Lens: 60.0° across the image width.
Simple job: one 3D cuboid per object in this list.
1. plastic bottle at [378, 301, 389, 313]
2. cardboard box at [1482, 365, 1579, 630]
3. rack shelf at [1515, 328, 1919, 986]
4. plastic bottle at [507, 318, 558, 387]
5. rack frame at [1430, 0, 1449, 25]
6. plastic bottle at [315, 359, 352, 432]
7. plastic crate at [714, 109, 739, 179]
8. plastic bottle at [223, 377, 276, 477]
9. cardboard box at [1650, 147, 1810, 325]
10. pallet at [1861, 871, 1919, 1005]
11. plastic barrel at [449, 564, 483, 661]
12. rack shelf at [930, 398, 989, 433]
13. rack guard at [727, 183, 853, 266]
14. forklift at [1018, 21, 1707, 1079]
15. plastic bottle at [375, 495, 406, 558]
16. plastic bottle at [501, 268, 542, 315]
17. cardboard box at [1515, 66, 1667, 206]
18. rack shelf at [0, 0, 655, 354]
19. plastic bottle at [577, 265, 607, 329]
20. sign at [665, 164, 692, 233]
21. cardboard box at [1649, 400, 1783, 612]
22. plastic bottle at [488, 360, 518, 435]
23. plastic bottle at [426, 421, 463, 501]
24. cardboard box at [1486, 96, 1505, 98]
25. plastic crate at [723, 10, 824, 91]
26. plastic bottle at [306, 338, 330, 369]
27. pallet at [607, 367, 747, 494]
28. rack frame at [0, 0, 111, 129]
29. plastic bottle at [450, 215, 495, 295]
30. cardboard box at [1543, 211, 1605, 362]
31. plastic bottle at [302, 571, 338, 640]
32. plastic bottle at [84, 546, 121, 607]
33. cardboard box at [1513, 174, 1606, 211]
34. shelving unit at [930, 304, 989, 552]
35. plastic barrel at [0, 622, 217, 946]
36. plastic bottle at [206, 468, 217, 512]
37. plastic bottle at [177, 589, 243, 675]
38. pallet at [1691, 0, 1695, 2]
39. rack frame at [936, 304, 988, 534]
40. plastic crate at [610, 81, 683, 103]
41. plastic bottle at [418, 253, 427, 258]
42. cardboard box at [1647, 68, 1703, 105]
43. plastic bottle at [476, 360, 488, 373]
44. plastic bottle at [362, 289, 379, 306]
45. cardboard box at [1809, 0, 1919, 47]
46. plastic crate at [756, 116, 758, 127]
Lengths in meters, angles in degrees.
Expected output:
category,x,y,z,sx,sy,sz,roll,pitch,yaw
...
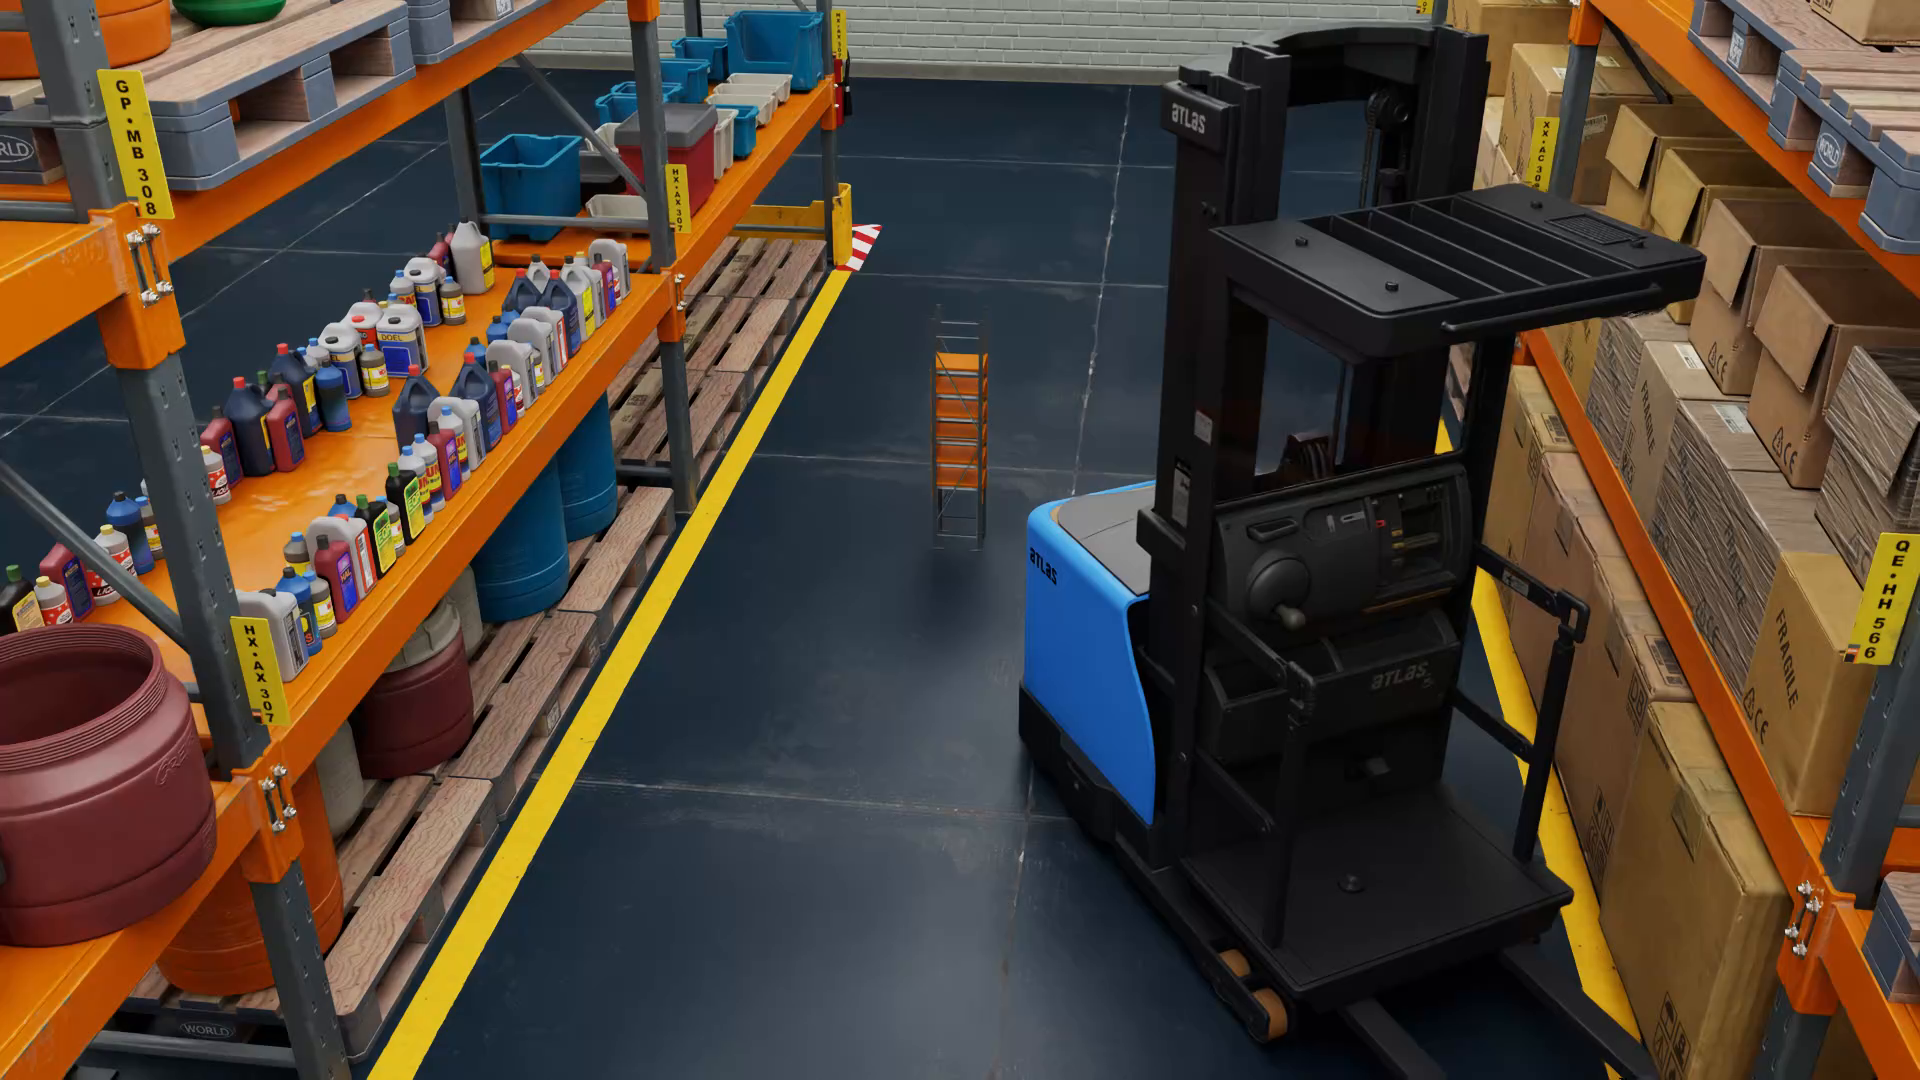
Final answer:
category,x,y,z,sx,sy,sz,roll,pitch,yaw
plastic bottle,-2.402,-0.899,6.965,0.097,0.201,0.097,0,28,0
cardboard box,3.000,-0.158,7.178,1.225,0.875,0.875,3,29,6
rack shelf,2.813,0.047,5.758,1.077,0.370,4.000,3,28,6
plastic bottle,-1.708,-0.767,6.642,0.152,0.276,0.135,3,28,6
rack frame,3.549,-3.094,10.830,1.000,3.000,0.127,3,28,6
plastic bottle,-2.356,-0.548,6.241,0.097,0.271,0.097,0,28,0
plastic crate,-1.487,-2.181,9.198,0.437,0.282,0.530,3,28,6
plastic bottle,-2.520,-0.420,5.919,0.144,0.351,0.185,3,28,6
cardboard box,2.893,-1.073,5.916,0.797,0.503,0.637,4,29,7
pallet,2.587,1.098,3.252,1.213,0.211,1.003,3,28,6
plastic barrel,-2.185,0.261,6.784,0.421,0.512,0.421,0,28,0
rack shelf,-0.002,-0.588,7.917,0.258,0.103,0.180,3,28,6
rack guard,-1.377,-2.293,11.980,1.175,0.500,0.348,3,28,6
forklift,1.306,0.068,5.034,1.130,2.935,3.031,-12,31,-21
plastic bottle,-1.859,-0.047,5.384,0.097,0.201,0.097,0,28,0
plastic bottle,-1.811,-0.947,6.897,0.144,0.351,0.185,3,28,6
cardboard box,2.849,-1.838,7.553,0.500,0.500,0.500,4,29,8
rack shelf,-2.102,-1.561,5.581,1.077,0.370,4.000,3,28,6
plastic bottle,-1.629,-1.068,7.200,0.152,0.276,0.135,3,28,6
sign,-1.311,-1.588,7.743,0.100,0.325,0.005,3,28,6
cardboard box,2.510,-0.098,5.163,0.500,0.500,0.500,2,28,5
plastic bottle,-1.719,-0.550,6.231,0.061,0.283,0.133,3,28,6
plastic bottle,-1.787,-0.291,5.750,0.061,0.283,0.133,3,28,6
cardboard box,3.100,-2.467,9.511,0.500,0.250,0.500,2,28,4
plastic crate,-1.223,-3.255,11.029,0.616,0.435,0.499,3,28,6
plastic bottle,-2.475,-0.648,6.427,0.097,0.271,0.097,0,28,0
pallet,-1.806,-0.620,9.177,1.003,0.211,1.213,3,28,6
rack frame,-2.347,-2.257,2.952,1.000,3.000,0.127,3,28,6
plastic bottle,-2.227,-1.311,7.573,0.144,0.351,0.185,3,28,6
cardboard box,2.754,-1.053,6.937,0.500,0.500,0.500,3,29,6
plastic bottle,-1.920,0.188,4.948,0.097,0.201,0.097,0,28,0
plastic bottle,-2.661,0.094,5.122,0.097,0.201,0.097,0,28,0
cardboard box,2.852,-1.499,7.714,0.500,0.250,0.500,3,28,5
shelving unit,-0.002,-0.521,7.953,0.258,1.200,0.189,3,28,6
plastic barrel,-2.103,0.560,3.904,0.600,0.536,0.708,3,28,6
plastic bottle,-2.589,-0.181,5.632,0.097,0.201,0.097,0,28,0
plastic bottle,-2.124,0.245,4.764,0.152,0.276,0.135,3,28,6
pallet,2.995,-2.013,5.863,0.805,0.209,1.217,2,28,4
rack frame,0.009,-0.564,8.033,0.240,1.200,0.006,3,28,6
plastic crate,-1.885,-2.618,10.059,0.416,0.233,0.300,3,28,6
plastic bottle,-2.350,-1.130,7.321,0.097,0.271,0.097,0,28,0
cardboard box,3.371,-1.817,7.513,0.500,0.500,0.500,3,28,6
plastic bottle,-1.800,-0.541,6.226,0.097,0.271,0.097,0,28,0
plastic bottle,-2.434,-0.882,6.847,0.061,0.283,0.133,3,28,6
cardboard box,2.590,-1.580,4.310,0.500,0.500,0.500,5,29,9
plastic crate,-1.365,-2.489,9.922,0.298,0.136,0.250,3,28,6
